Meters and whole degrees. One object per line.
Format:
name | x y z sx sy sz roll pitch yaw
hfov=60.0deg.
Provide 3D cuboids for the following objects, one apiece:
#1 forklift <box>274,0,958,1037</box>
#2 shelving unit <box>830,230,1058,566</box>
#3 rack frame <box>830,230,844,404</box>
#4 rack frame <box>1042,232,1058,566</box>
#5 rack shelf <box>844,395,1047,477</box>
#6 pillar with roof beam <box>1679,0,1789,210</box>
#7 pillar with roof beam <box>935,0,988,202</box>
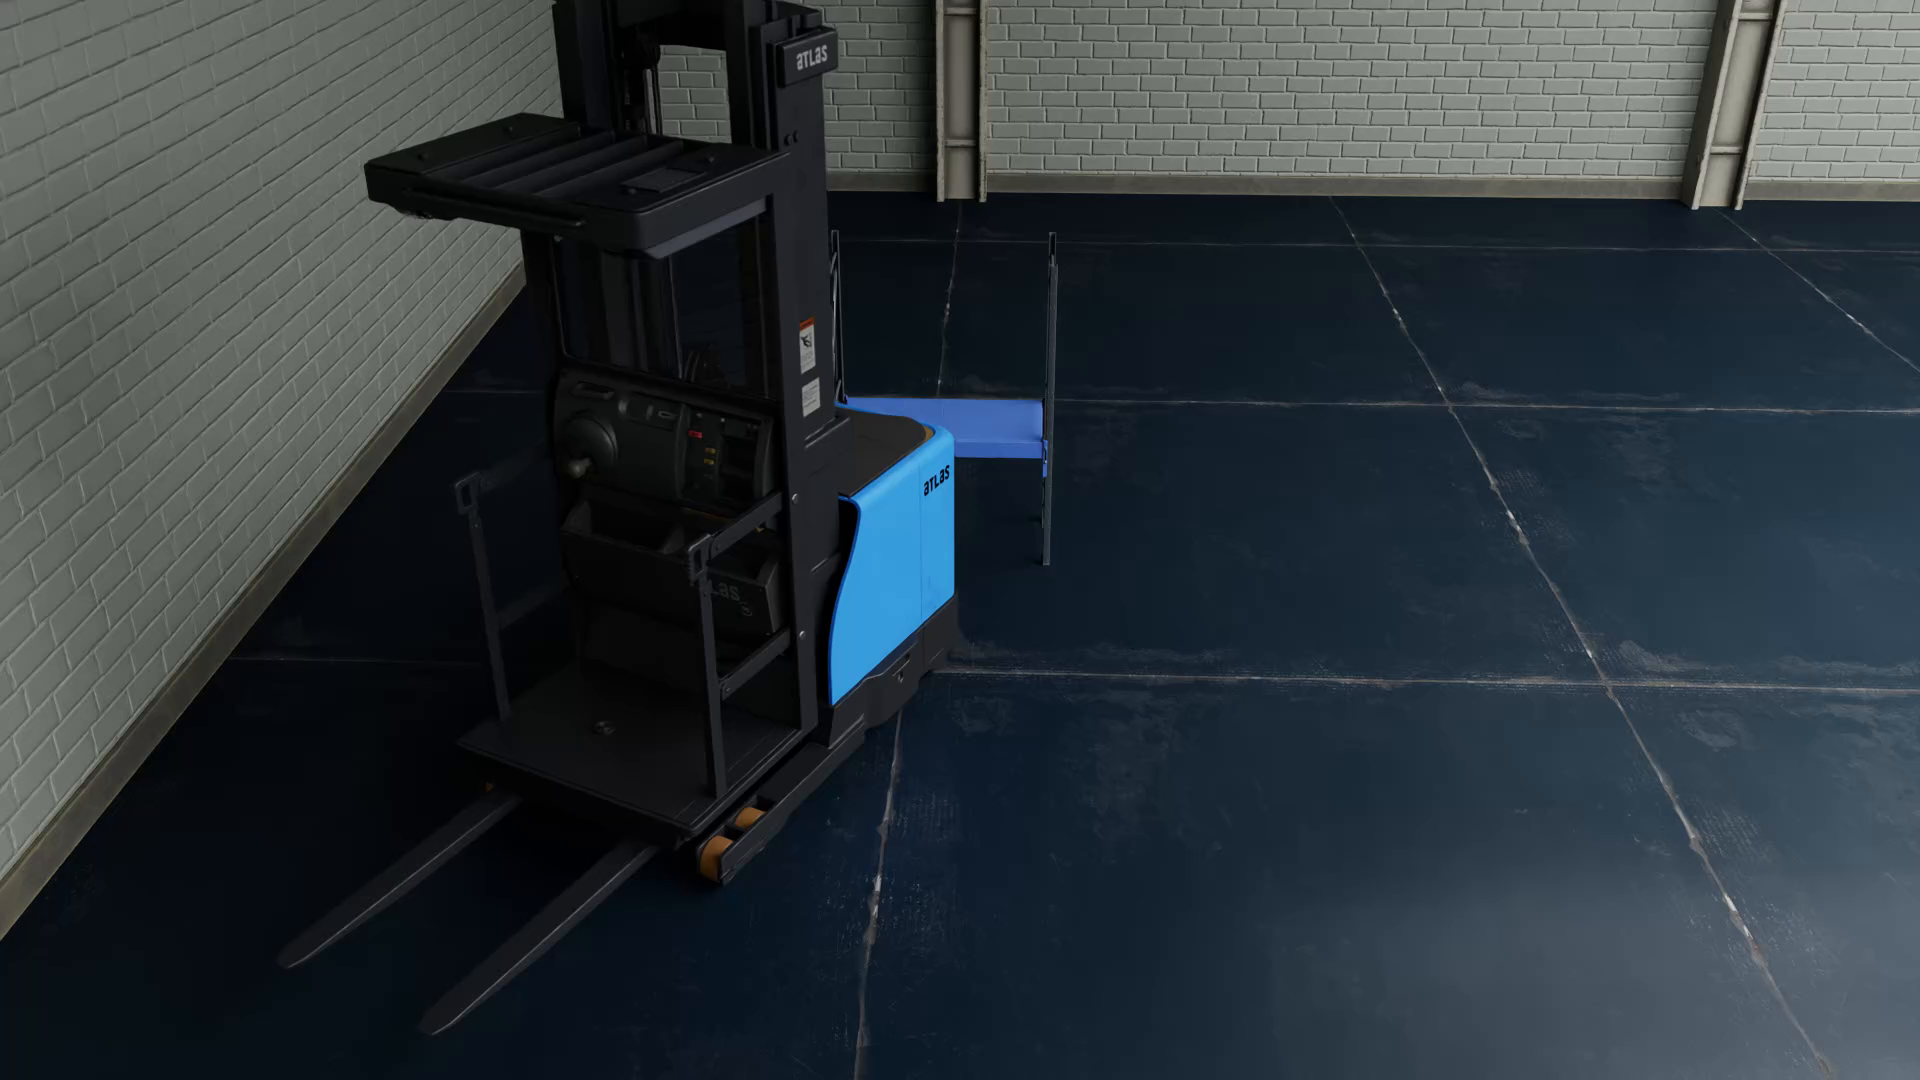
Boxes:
forklift | -1.155 -0.311 5.708 1.130 2.935 3.031 14 31 25
shelving unit | -0.085 -0.664 7.901 1.048 1.500 0.538 1 28 2
rack frame | -0.593 -0.672 7.917 0.032 1.500 0.500 1 28 2
rack frame | 0.423 -0.656 7.886 0.032 1.500 0.500 1 28 2
rack shelf | -0.085 -0.505 7.986 1.000 0.185 0.538 1 28 2
pillar with roof beam | 5.859 -4.658 7.429 0.400 9.000 9.100 1 28 2
pillar with roof beam | -0.137 -4.757 7.616 0.400 9.000 9.100 1 28 2
